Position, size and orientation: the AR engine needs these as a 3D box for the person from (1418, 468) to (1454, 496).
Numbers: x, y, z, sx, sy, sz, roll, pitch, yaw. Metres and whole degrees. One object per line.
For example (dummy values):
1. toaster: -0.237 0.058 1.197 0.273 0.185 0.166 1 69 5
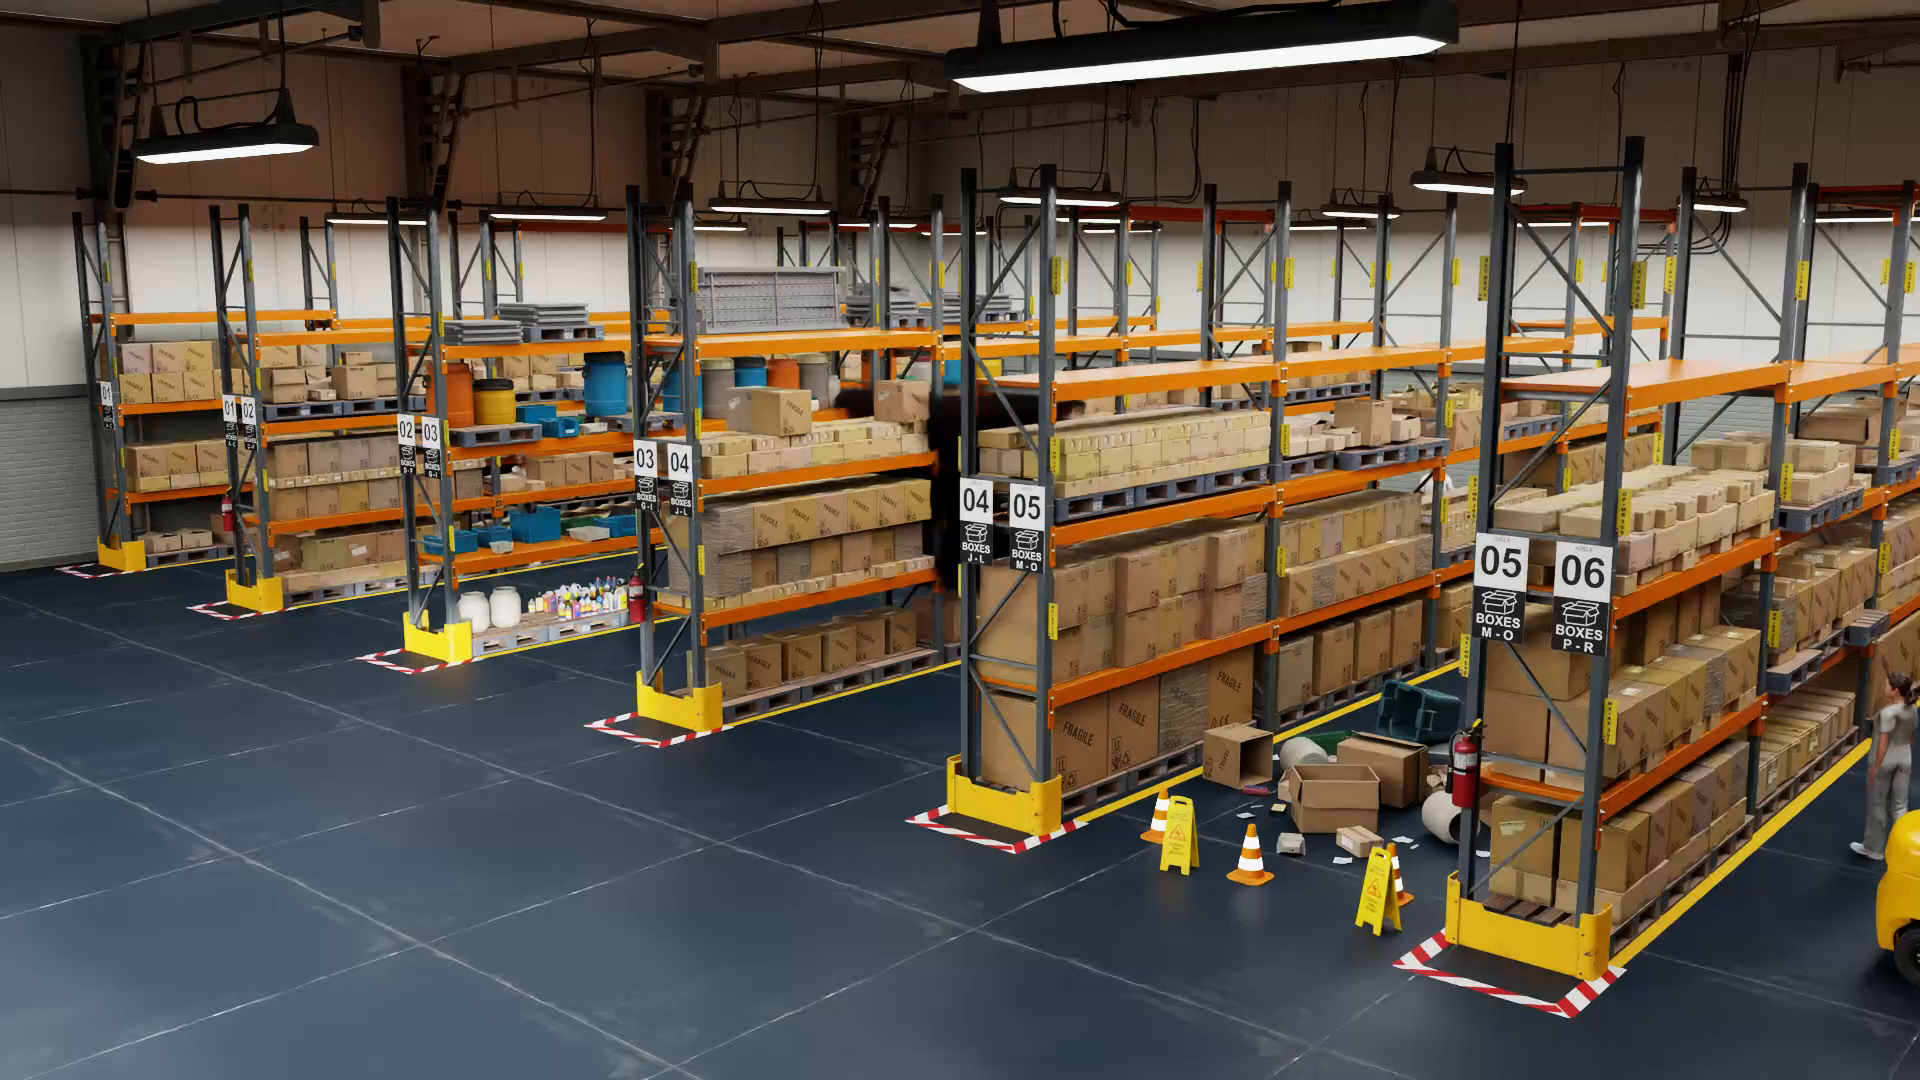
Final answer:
1. person: 8.492 -0.586 29.567 0.715 1.708 1.057 3 10 15

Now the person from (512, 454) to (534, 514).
1. person: -8.262 -0.850 31.473 0.371 1.606 0.444 6 11 31

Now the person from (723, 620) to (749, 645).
1. person: -2.881 0.538 21.271 0.549 1.656 0.328 -7 12 -36

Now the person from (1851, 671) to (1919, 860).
1. person: 8.111 1.966 14.469 0.465 1.672 0.451 -1 9 -3
